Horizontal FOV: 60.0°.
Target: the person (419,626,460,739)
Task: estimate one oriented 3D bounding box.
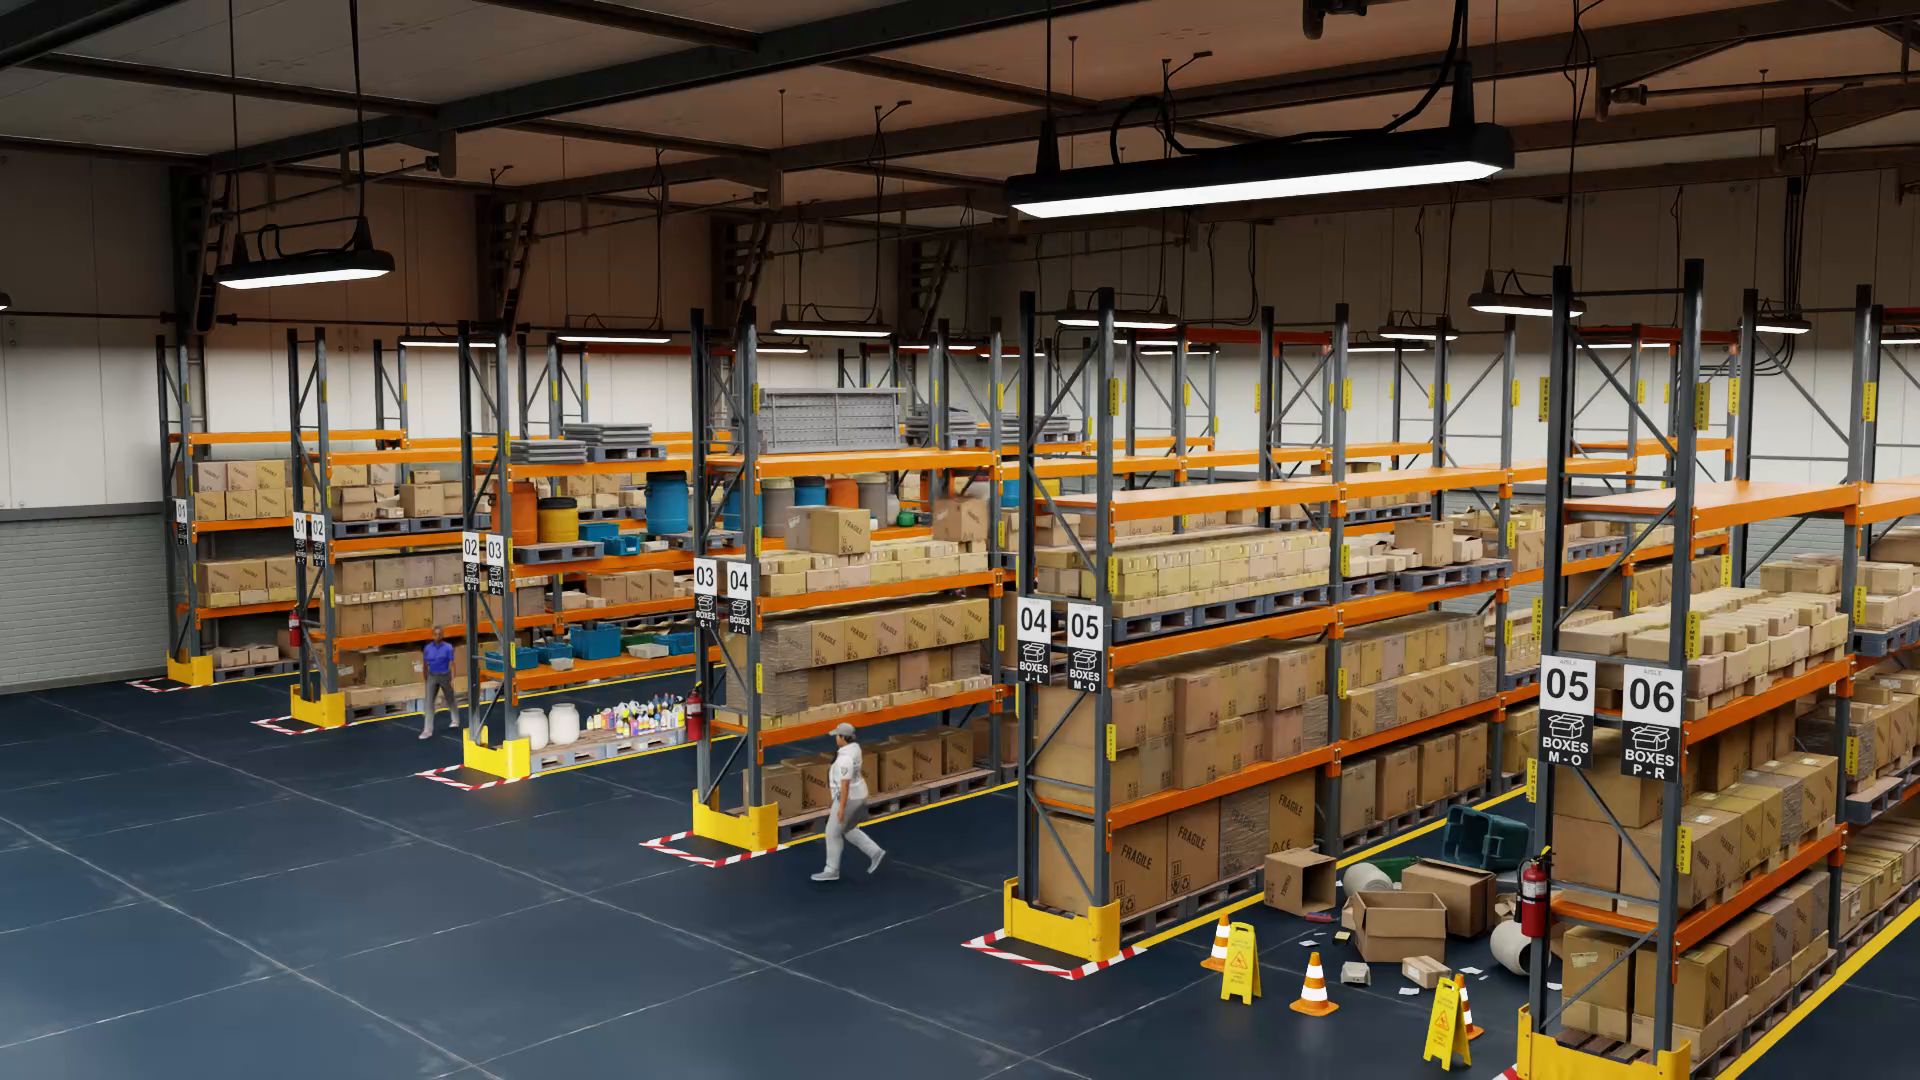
[{"bbox_3d":[-7.646,2.047,24.430,0.521,1.581,1.064,0,5,1],"label":"person"}]

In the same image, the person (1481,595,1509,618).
[{"bbox_3d":[9.204,1.711,28.448,0.697,1.580,0.590,-4,7,-38],"label":"person"}]

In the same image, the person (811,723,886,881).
[{"bbox_3d":[-1.153,2.711,17.318,0.757,1.642,0.531,1,5,11],"label":"person"}]
